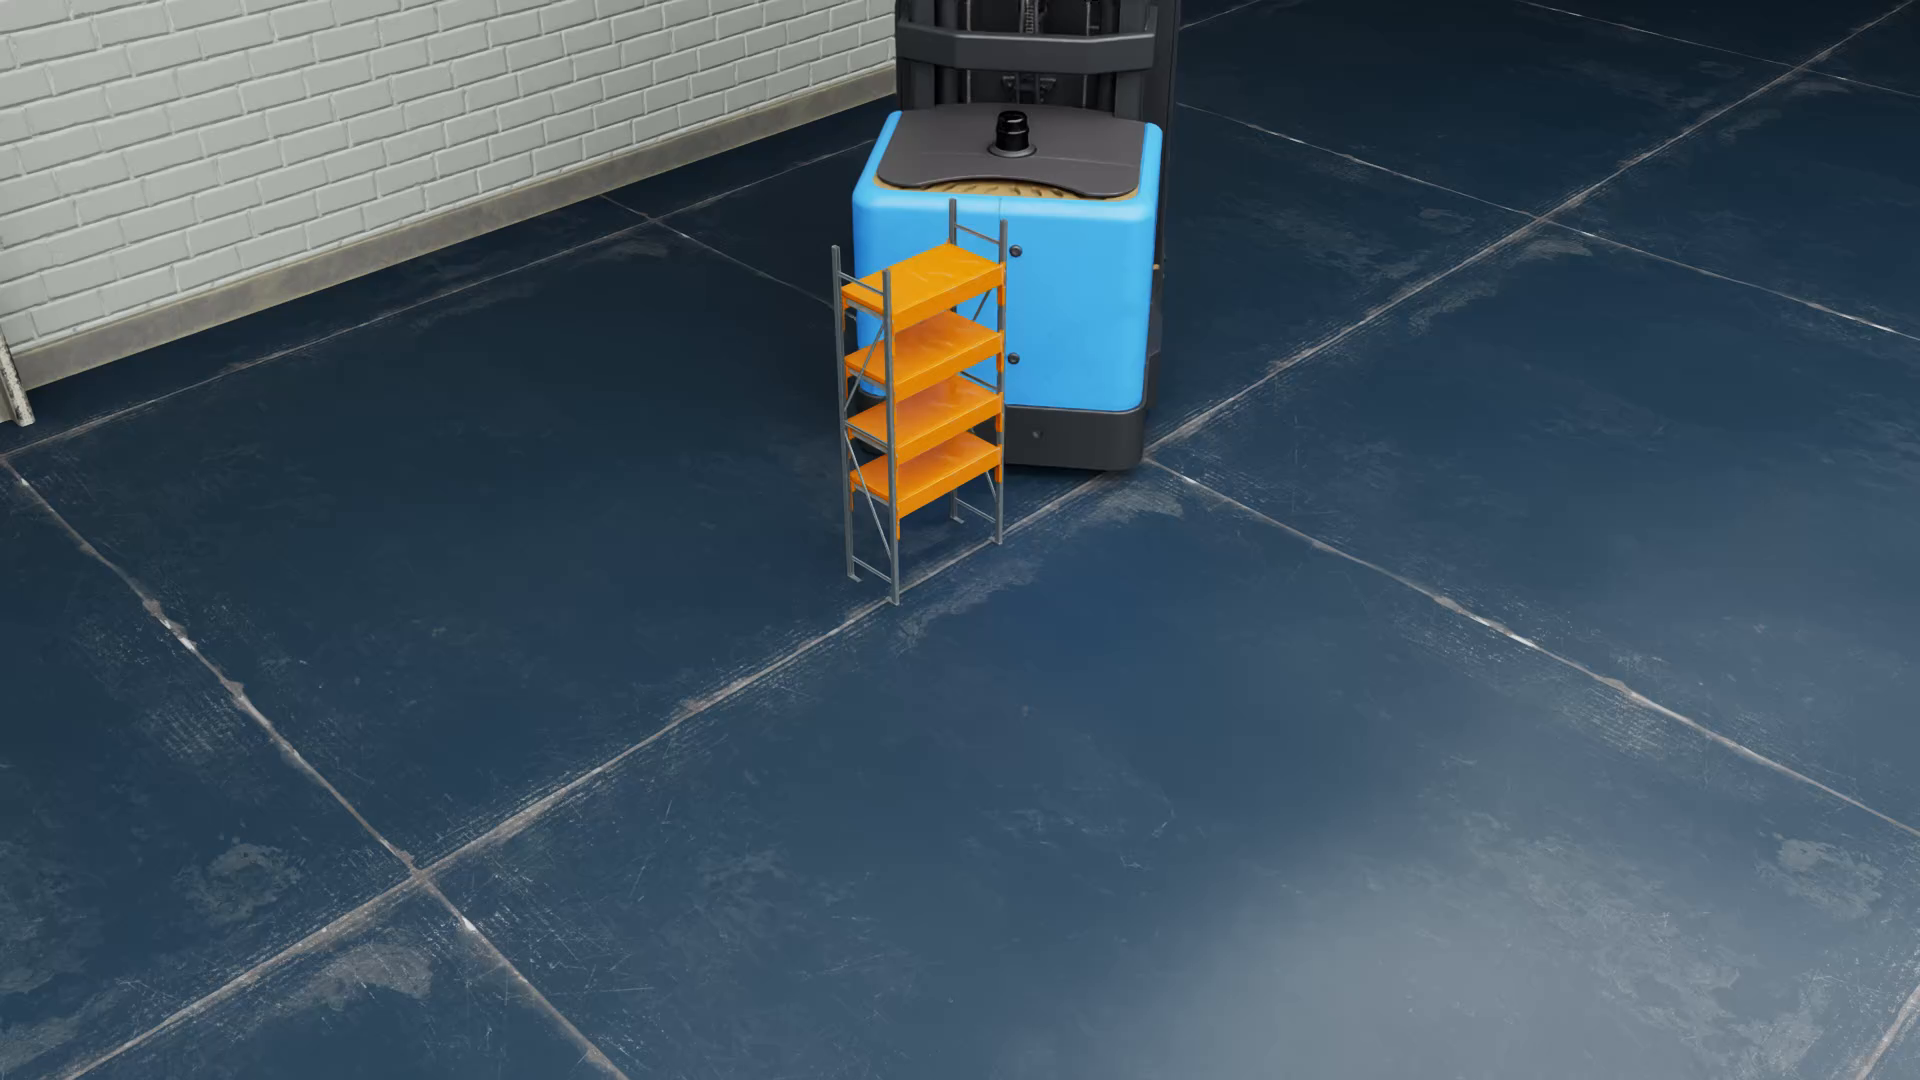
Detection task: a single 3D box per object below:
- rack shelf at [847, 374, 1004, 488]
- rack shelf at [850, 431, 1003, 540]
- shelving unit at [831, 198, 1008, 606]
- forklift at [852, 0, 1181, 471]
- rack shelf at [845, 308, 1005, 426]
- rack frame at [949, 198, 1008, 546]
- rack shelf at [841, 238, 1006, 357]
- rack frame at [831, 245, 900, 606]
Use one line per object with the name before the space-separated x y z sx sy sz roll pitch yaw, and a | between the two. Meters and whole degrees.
rack shelf | -0.117 -0.370 5.349 0.258 0.148 0.480 30 45 35
rack shelf | -0.117 -0.207 5.462 0.258 0.148 0.480 30 45 35
shelving unit | -0.117 -0.425 5.310 0.258 1.200 0.503 30 45 35
forklift | 0.327 -2.281 6.459 1.130 2.935 3.031 4 35 6
rack shelf | -0.117 -0.553 5.221 0.258 0.148 0.480 30 45 35
rack frame | 0.055 -0.524 5.452 0.240 1.200 0.015 30 45 35
rack shelf | -0.117 -0.747 5.086 0.258 0.148 0.480 30 45 35
rack frame | -0.289 -0.326 5.168 0.240 1.200 0.015 30 45 35
